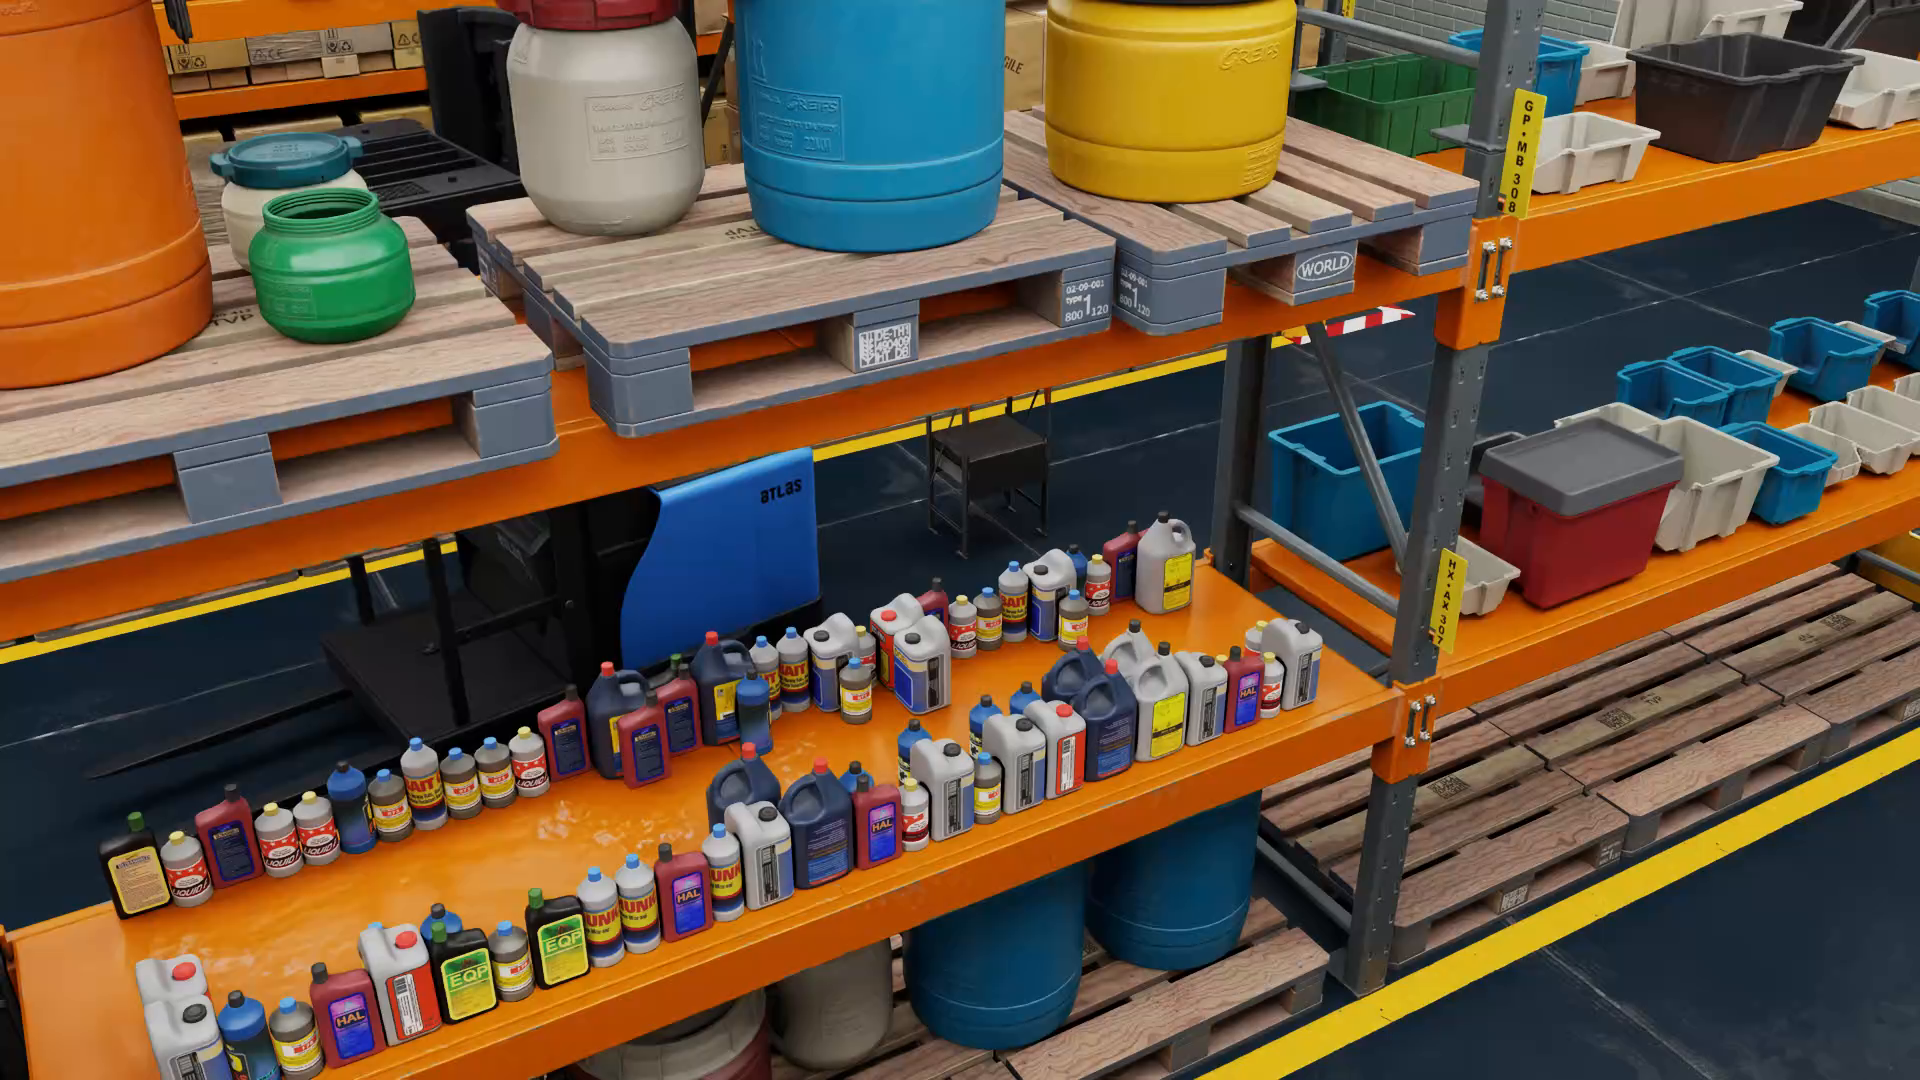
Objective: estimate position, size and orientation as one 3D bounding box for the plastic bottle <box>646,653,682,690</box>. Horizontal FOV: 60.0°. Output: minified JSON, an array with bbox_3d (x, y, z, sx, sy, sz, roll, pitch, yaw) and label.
[{"bbox_3d":[-0.861,0.473,4.909,0.133,0.283,0.061,-16,33,-26],"label":"plastic bottle"}]

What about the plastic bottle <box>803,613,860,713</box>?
[{"bbox_3d":[-0.395,0.370,5.104,0.135,0.276,0.152,-16,33,-26],"label":"plastic bottle"}]

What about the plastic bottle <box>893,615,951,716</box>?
[{"bbox_3d":[-0.118,0.376,5.092,0.135,0.276,0.152,-16,33,-26],"label":"plastic bottle"}]

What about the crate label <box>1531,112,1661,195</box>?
[{"bbox_3d":[1.764,-1.120,4.844,0.466,0.136,0.293,-16,33,-26],"label":"crate label"}]

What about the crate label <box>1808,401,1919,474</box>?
[{"bbox_3d":[3.548,-0.394,6.571,0.243,0.136,0.396,-16,33,-26],"label":"crate label"}]

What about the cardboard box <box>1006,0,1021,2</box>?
[{"bbox_3d":[0.303,-3.073,10.075,0.500,0.500,0.500,-16,33,-27],"label":"cardboard box"}]

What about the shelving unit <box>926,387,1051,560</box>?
[{"bbox_3d":[0.143,-0.960,8.316,0.503,2.100,0.431,-16,33,-26],"label":"shelving unit"}]

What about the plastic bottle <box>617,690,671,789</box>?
[{"bbox_3d":[-0.903,0.566,4.741,0.133,0.283,0.061,-16,33,-26],"label":"plastic bottle"}]

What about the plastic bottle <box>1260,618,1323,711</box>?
[{"bbox_3d":[1.019,0.363,5.117,0.135,0.276,0.152,-16,33,-26],"label":"plastic bottle"}]

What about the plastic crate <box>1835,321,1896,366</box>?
[{"bbox_3d":[3.946,-0.845,7.388,0.298,0.136,0.250,-16,33,-26],"label":"plastic crate"}]

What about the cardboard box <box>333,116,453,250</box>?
[{"bbox_3d":[-2.803,-1.757,8.290,0.700,0.500,0.500,26,38,38],"label":"cardboard box"}]

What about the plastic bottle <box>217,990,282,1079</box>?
[{"bbox_3d":[-1.603,1.124,3.741,0.097,0.271,0.097,0,29,0],"label":"plastic bottle"}]

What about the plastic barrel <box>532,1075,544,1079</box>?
[{"bbox_3d":[-1.399,1.659,4.779,0.421,0.512,0.421,0,29,0],"label":"plastic barrel"}]

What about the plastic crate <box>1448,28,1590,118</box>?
[{"bbox_3d":[1.818,-1.519,5.466,0.300,0.233,0.416,-16,33,-26],"label":"plastic crate"}]

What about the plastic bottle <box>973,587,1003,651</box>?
[{"bbox_3d":[0.090,0.249,5.400,0.097,0.201,0.097,0,29,0],"label":"plastic bottle"}]

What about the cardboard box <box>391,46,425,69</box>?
[{"bbox_3d":[-4.177,-3.676,12.546,0.250,0.149,0.380,-15,32,-25],"label":"cardboard box"}]

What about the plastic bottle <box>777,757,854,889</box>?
[{"bbox_3d":[-0.381,0.730,4.374,0.185,0.351,0.144,-16,33,-26],"label":"plastic bottle"}]

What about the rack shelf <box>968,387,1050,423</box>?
[{"bbox_3d":[0.143,-0.948,8.323,0.480,0.518,0.431,-16,33,-26],"label":"rack shelf"}]

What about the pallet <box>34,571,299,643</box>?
[{"bbox_3d":[-4.097,0.046,8.449,1.213,0.211,1.003,-16,33,-26],"label":"pallet"}]

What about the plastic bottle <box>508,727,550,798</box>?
[{"bbox_3d":[-1.226,0.623,4.723,0.097,0.201,0.097,0,29,0],"label":"plastic bottle"}]

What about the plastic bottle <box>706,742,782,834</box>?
[{"bbox_3d":[-0.574,0.699,4.429,0.185,0.351,0.144,-16,33,-26],"label":"plastic bottle"}]

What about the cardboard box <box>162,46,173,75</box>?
[{"bbox_3d":[-5.839,-3.511,11.576,0.500,0.500,0.500,-16,33,-27],"label":"cardboard box"}]

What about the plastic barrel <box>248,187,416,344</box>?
[{"bbox_3d":[-1.223,-0.536,3.239,0.294,0.245,0.294,0,29,0],"label":"plastic barrel"}]

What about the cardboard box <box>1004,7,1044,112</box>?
[{"bbox_3d":[0.126,-2.719,9.434,0.500,0.500,0.500,-17,33,-28],"label":"cardboard box"}]

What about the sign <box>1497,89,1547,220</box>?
[{"bbox_3d":[1.472,-1.010,4.363,0.005,0.325,0.100,-16,33,-26],"label":"sign"}]

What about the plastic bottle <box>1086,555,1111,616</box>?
[{"bbox_3d":[0.458,0.145,5.589,0.097,0.201,0.097,0,29,0],"label":"plastic bottle"}]

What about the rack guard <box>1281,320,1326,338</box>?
[{"bbox_3d":[2.072,-1.853,11.591,0.348,0.500,1.175,-16,33,-26],"label":"rack guard"}]

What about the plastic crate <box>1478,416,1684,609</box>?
[{"bbox_3d":[2.092,-0.091,5.682,0.583,0.464,0.402,-16,33,-26],"label":"plastic crate"}]

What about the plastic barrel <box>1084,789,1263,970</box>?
[{"bbox_3d":[0.718,0.938,5.683,0.708,0.901,0.600,-16,33,-26],"label":"plastic barrel"}]

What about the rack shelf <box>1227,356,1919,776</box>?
[{"bbox_3d":[2.920,-0.097,6.567,4.000,0.370,1.077,-16,33,-26],"label":"rack shelf"}]

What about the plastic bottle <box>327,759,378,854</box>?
[{"bbox_3d":[-1.645,0.711,4.490,0.097,0.271,0.097,0,29,0],"label":"plastic bottle"}]

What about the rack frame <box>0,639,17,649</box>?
[{"bbox_3d":[-4.760,-1.008,7.472,0.127,3.000,1.000,-16,33,-26],"label":"rack frame"}]

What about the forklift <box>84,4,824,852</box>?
[{"bbox_3d":[-2.098,-0.497,6.617,3.031,2.935,1.130,-21,35,-33],"label":"forklift"}]

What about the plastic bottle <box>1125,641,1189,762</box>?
[{"bbox_3d":[0.569,0.460,4.863,0.185,0.351,0.144,-16,33,-26],"label":"plastic bottle"}]

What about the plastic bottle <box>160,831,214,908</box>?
[{"bbox_3d":[-2.012,0.846,4.318,0.097,0.201,0.097,0,29,0],"label":"plastic bottle"}]

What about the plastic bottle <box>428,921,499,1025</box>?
[{"bbox_3d":[-1.179,1.009,3.938,0.133,0.283,0.061,-16,33,-26],"label":"plastic bottle"}]

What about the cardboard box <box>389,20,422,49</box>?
[{"bbox_3d":[-4.094,-4.015,12.488,0.500,0.500,0.500,-16,33,-27],"label":"cardboard box"}]

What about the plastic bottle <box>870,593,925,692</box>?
[{"bbox_3d":[-0.195,0.313,5.207,0.135,0.276,0.152,-16,33,-26],"label":"plastic bottle"}]

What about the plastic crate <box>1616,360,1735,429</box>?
[{"bbox_3d":[2.870,-0.536,6.728,0.300,0.233,0.416,-16,33,-26],"label":"plastic crate"}]

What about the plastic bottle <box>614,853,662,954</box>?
[{"bbox_3d":[-0.806,0.898,4.151,0.097,0.271,0.097,0,29,0],"label":"plastic bottle"}]

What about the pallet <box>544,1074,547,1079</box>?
[{"bbox_3d":[-1.595,2.067,4.786,1.213,0.211,1.003,-16,33,-26],"label":"pallet"}]

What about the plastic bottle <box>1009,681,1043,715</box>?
[{"bbox_3d":[0.190,0.530,4.818,0.097,0.271,0.097,0,29,0],"label":"plastic bottle"}]

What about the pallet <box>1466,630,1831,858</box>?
[{"bbox_3d":[2.863,0.801,7.080,1.213,0.211,1.003,-16,33,-26],"label":"pallet"}]

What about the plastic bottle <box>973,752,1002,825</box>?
[{"bbox_3d":[0.067,0.681,4.617,0.097,0.201,0.097,0,29,0],"label":"plastic bottle"}]

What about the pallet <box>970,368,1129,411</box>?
[{"bbox_3d":[0.335,-1.234,10.769,1.213,0.211,1.003,-16,33,-26],"label":"pallet"}]

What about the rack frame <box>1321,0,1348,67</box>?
[{"bbox_3d":[2.138,-2.966,11.021,0.127,3.000,1.000,-16,33,-26],"label":"rack frame"}]

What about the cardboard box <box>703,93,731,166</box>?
[{"bbox_3d":[-2.249,-3.526,14.187,0.500,0.500,0.700,-15,32,-25],"label":"cardboard box"}]

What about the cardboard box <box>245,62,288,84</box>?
[{"bbox_3d":[-5.089,-3.455,12.146,0.250,0.149,0.380,-17,33,-28],"label":"cardboard box"}]
